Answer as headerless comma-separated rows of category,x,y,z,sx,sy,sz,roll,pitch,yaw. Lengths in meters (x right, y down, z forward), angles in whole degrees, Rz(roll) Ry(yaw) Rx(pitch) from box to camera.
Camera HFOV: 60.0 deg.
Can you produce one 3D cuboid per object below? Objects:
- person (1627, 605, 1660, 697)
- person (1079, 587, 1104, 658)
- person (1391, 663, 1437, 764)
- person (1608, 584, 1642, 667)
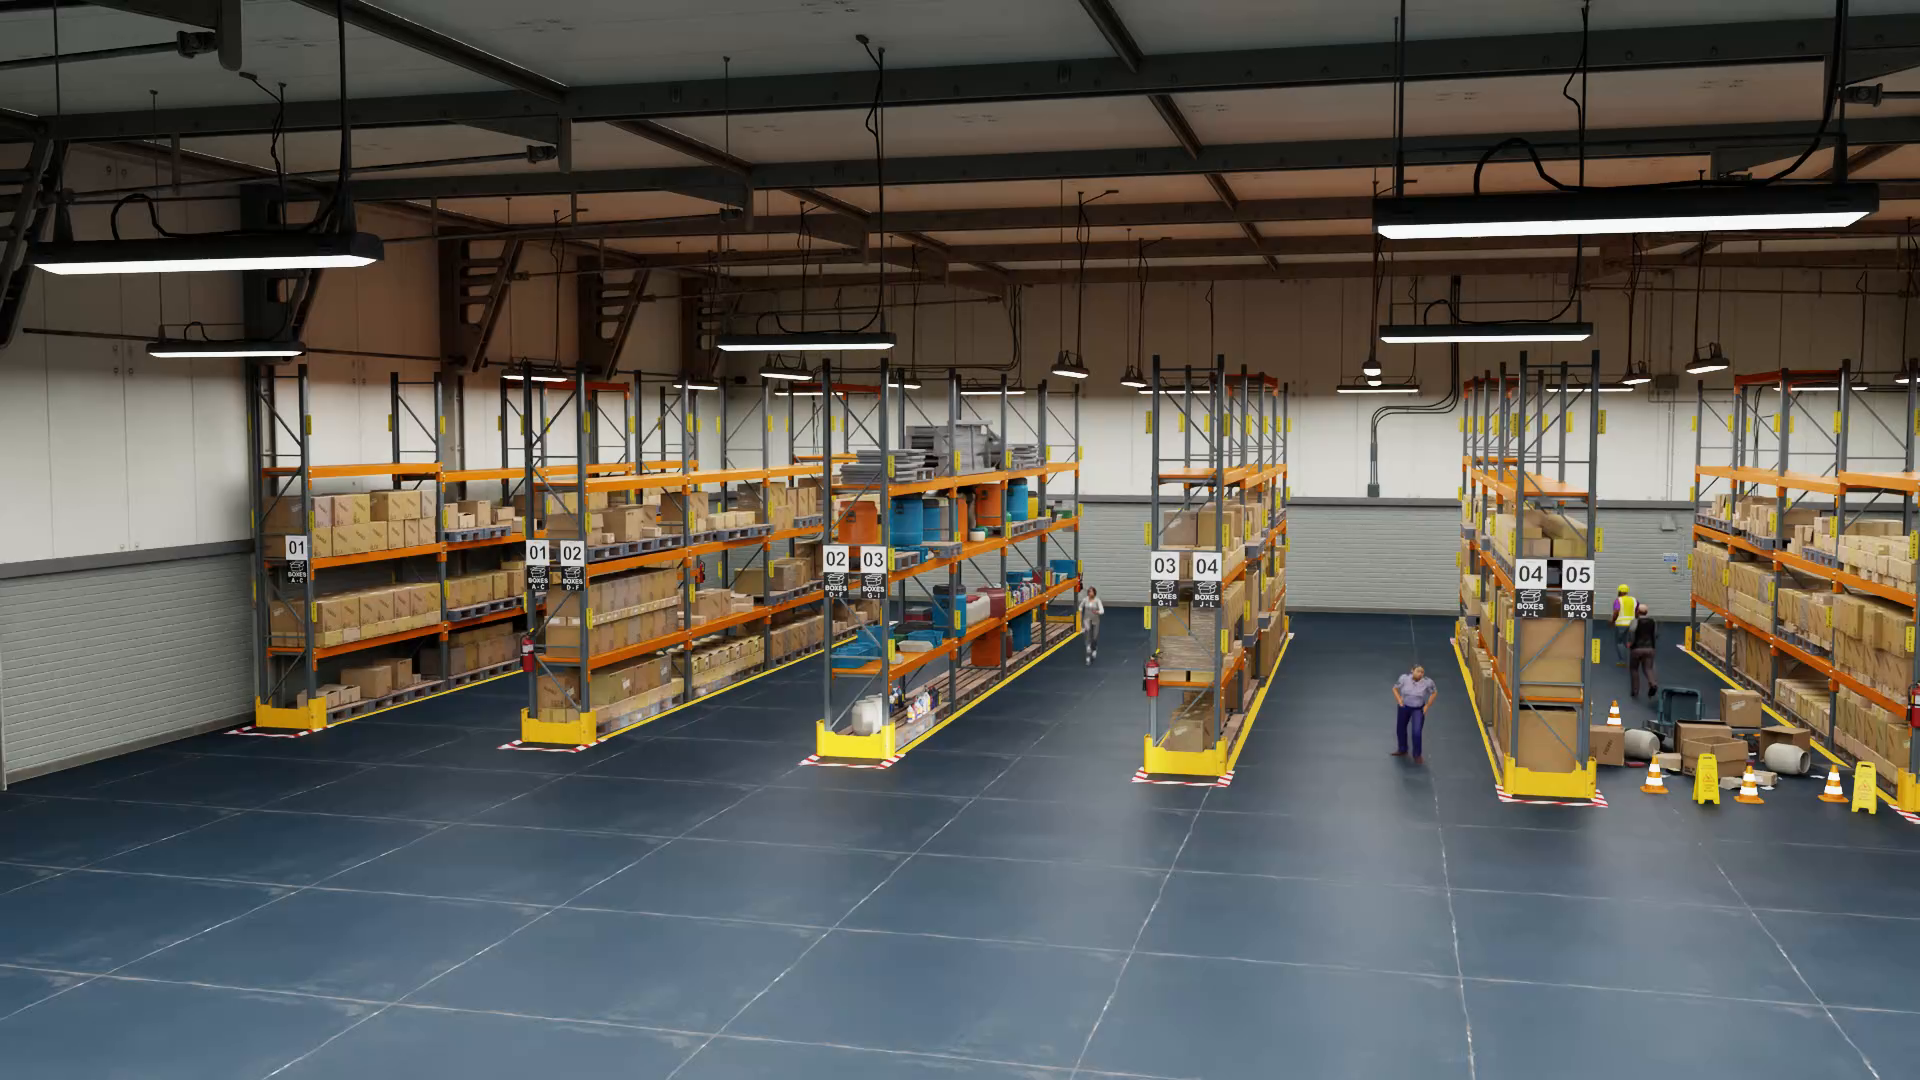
person,12.486,2.033,30.373,0.629,1.686,0.938,0,4,3
person,2.760,1.744,34.965,0.526,1.540,0.888,0,4,4
person,6.751,2.559,24.824,0.701,1.548,0.772,2,5,29
person,13.823,1.785,34.423,0.696,1.713,0.767,-1,4,-10
